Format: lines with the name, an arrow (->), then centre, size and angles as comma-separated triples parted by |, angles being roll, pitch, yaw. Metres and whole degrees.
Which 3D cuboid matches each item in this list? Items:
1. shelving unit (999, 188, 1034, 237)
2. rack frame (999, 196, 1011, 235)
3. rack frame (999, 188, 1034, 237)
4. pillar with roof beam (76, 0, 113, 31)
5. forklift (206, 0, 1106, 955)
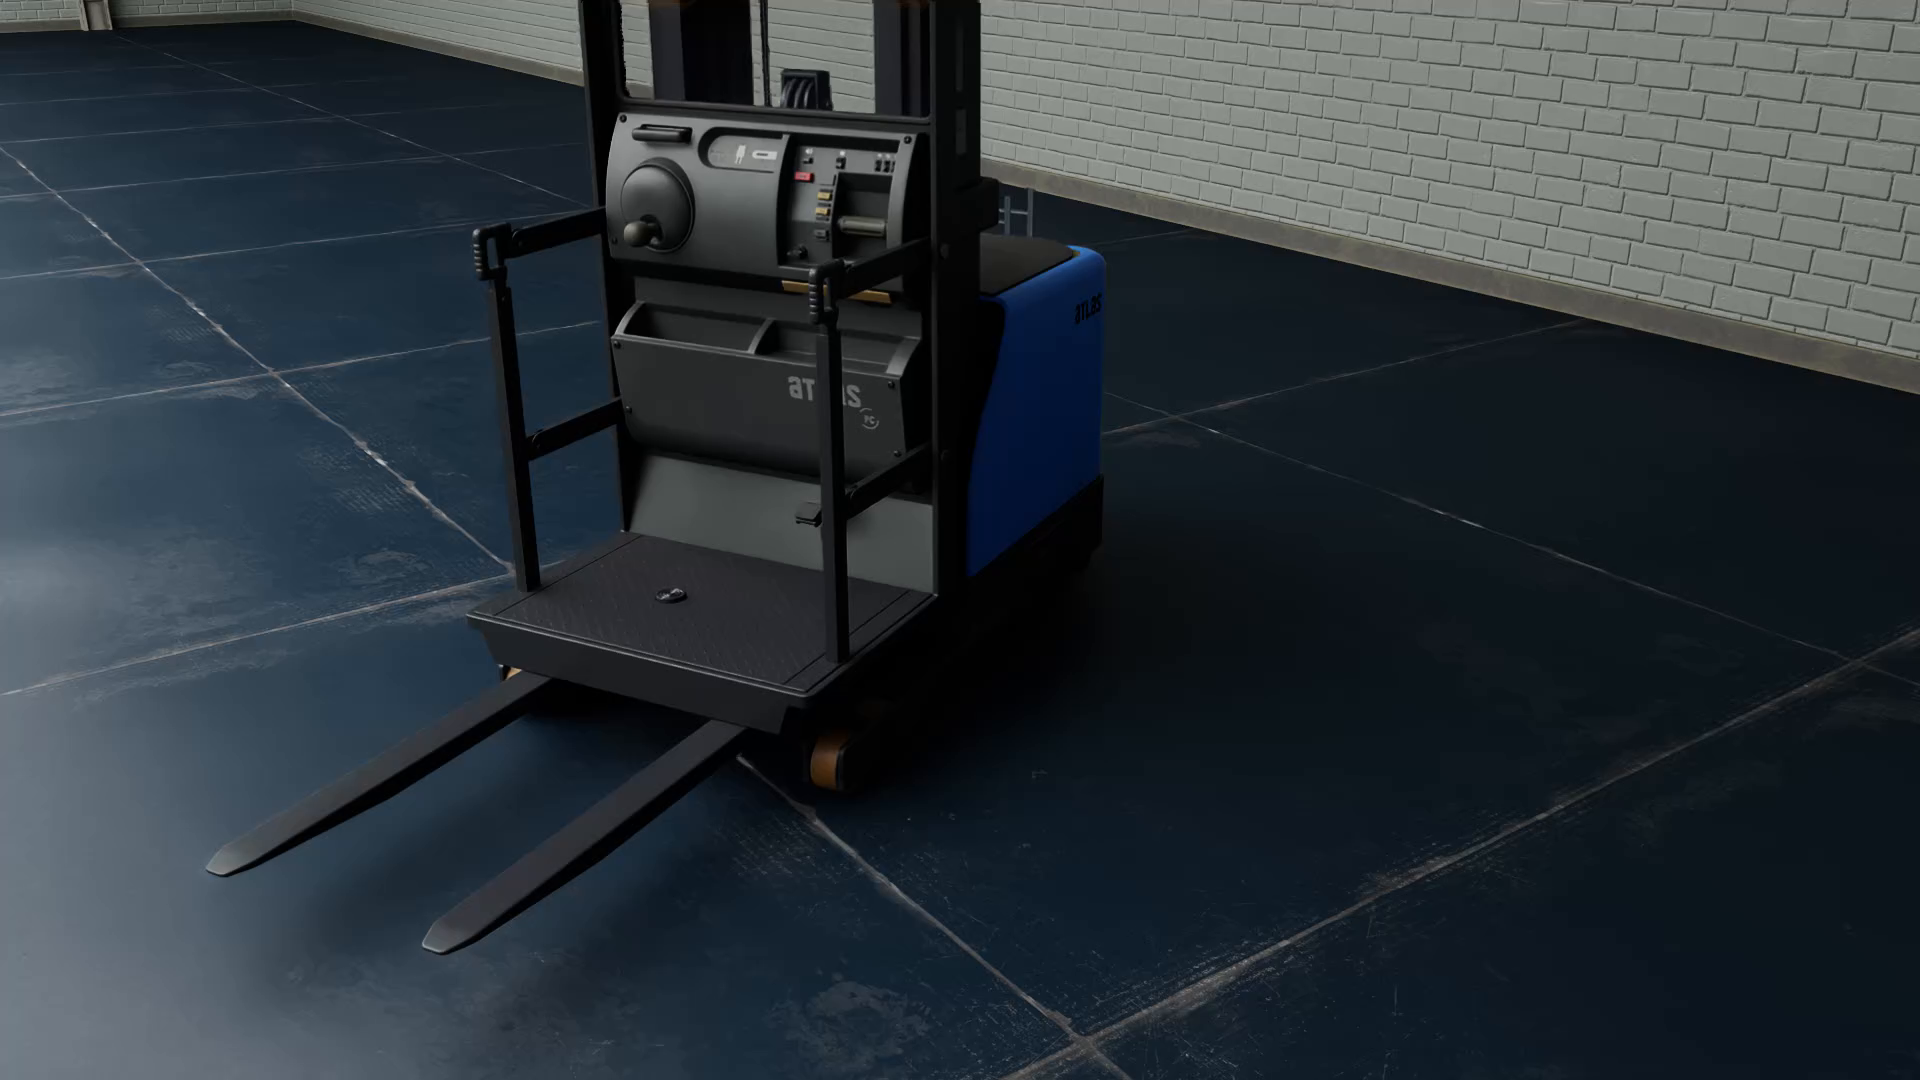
shelving unit -> 0.102, -0.628, 5.852 | 0.258, 1.200, 0.189 | 11, 24, 25
rack frame -> 0.061, -0.598, 5.776 | 0.240, 1.200, 0.006 | 11, 24, 25
rack frame -> 0.144, -0.659, 5.928 | 0.240, 1.200, 0.006 | 11, 24, 25
pillar with roof beam -> -10.757, -10.738, 20.663 | 0.400, 9.000, 9.100 | -15, 26, -33
forklift -> -0.629, -0.899, 4.195 | 1.130, 2.935, 3.031 | 11, 24, 25
